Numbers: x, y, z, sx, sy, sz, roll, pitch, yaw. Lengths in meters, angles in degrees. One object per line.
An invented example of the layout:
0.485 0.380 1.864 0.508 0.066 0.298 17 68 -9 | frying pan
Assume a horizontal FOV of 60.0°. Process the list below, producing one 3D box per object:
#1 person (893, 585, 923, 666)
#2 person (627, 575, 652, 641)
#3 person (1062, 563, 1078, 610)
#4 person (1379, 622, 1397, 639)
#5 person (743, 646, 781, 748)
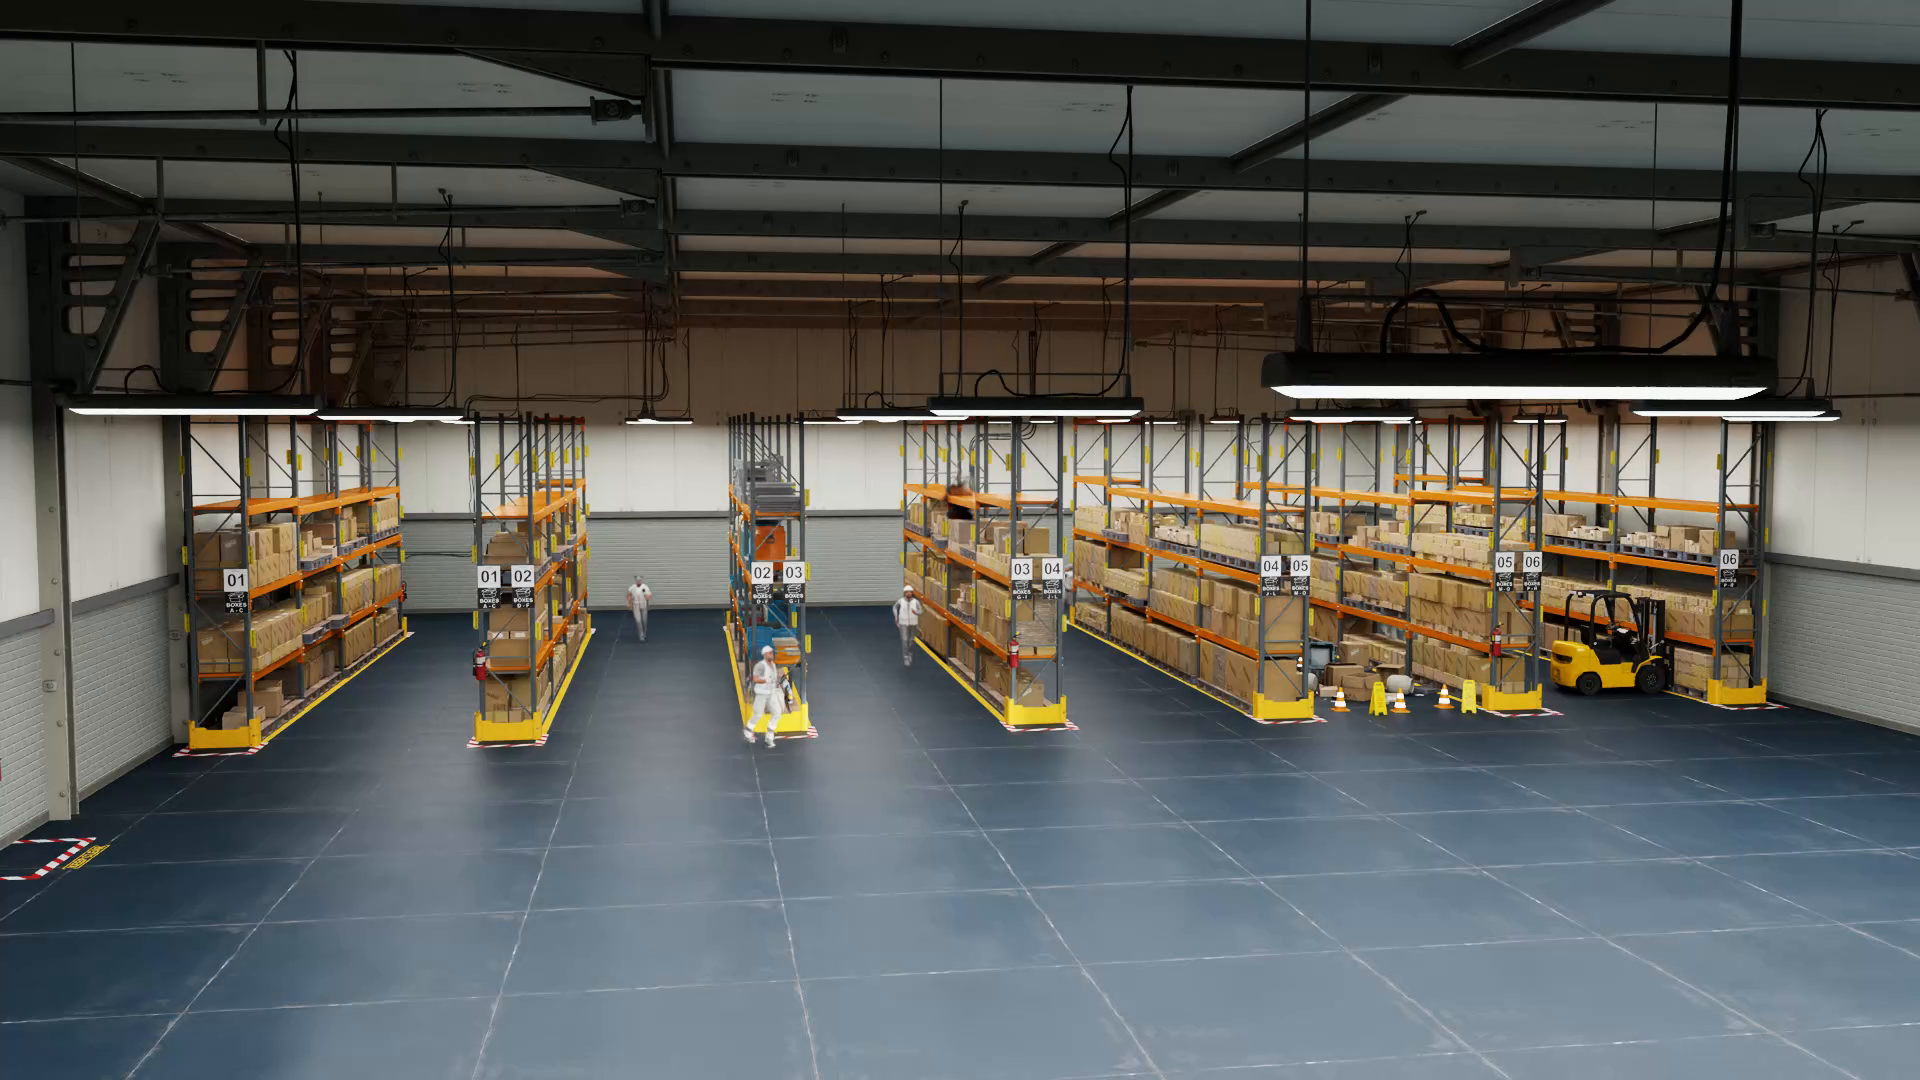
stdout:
-1.178 1.938 37.989 0.650 1.798 0.873 -1 4 -11 | person
-8.625 1.821 44.738 0.659 1.799 0.888 -1 4 -16 | person
3.184 1.532 49.729 0.866 1.673 0.663 0 4 -2 | person
11.255 1.872 43.662 0.662 1.782 0.644 -1 4 -12 | person
-3.495 2.814 29.830 0.775 1.842 0.644 3 5 37 | person
